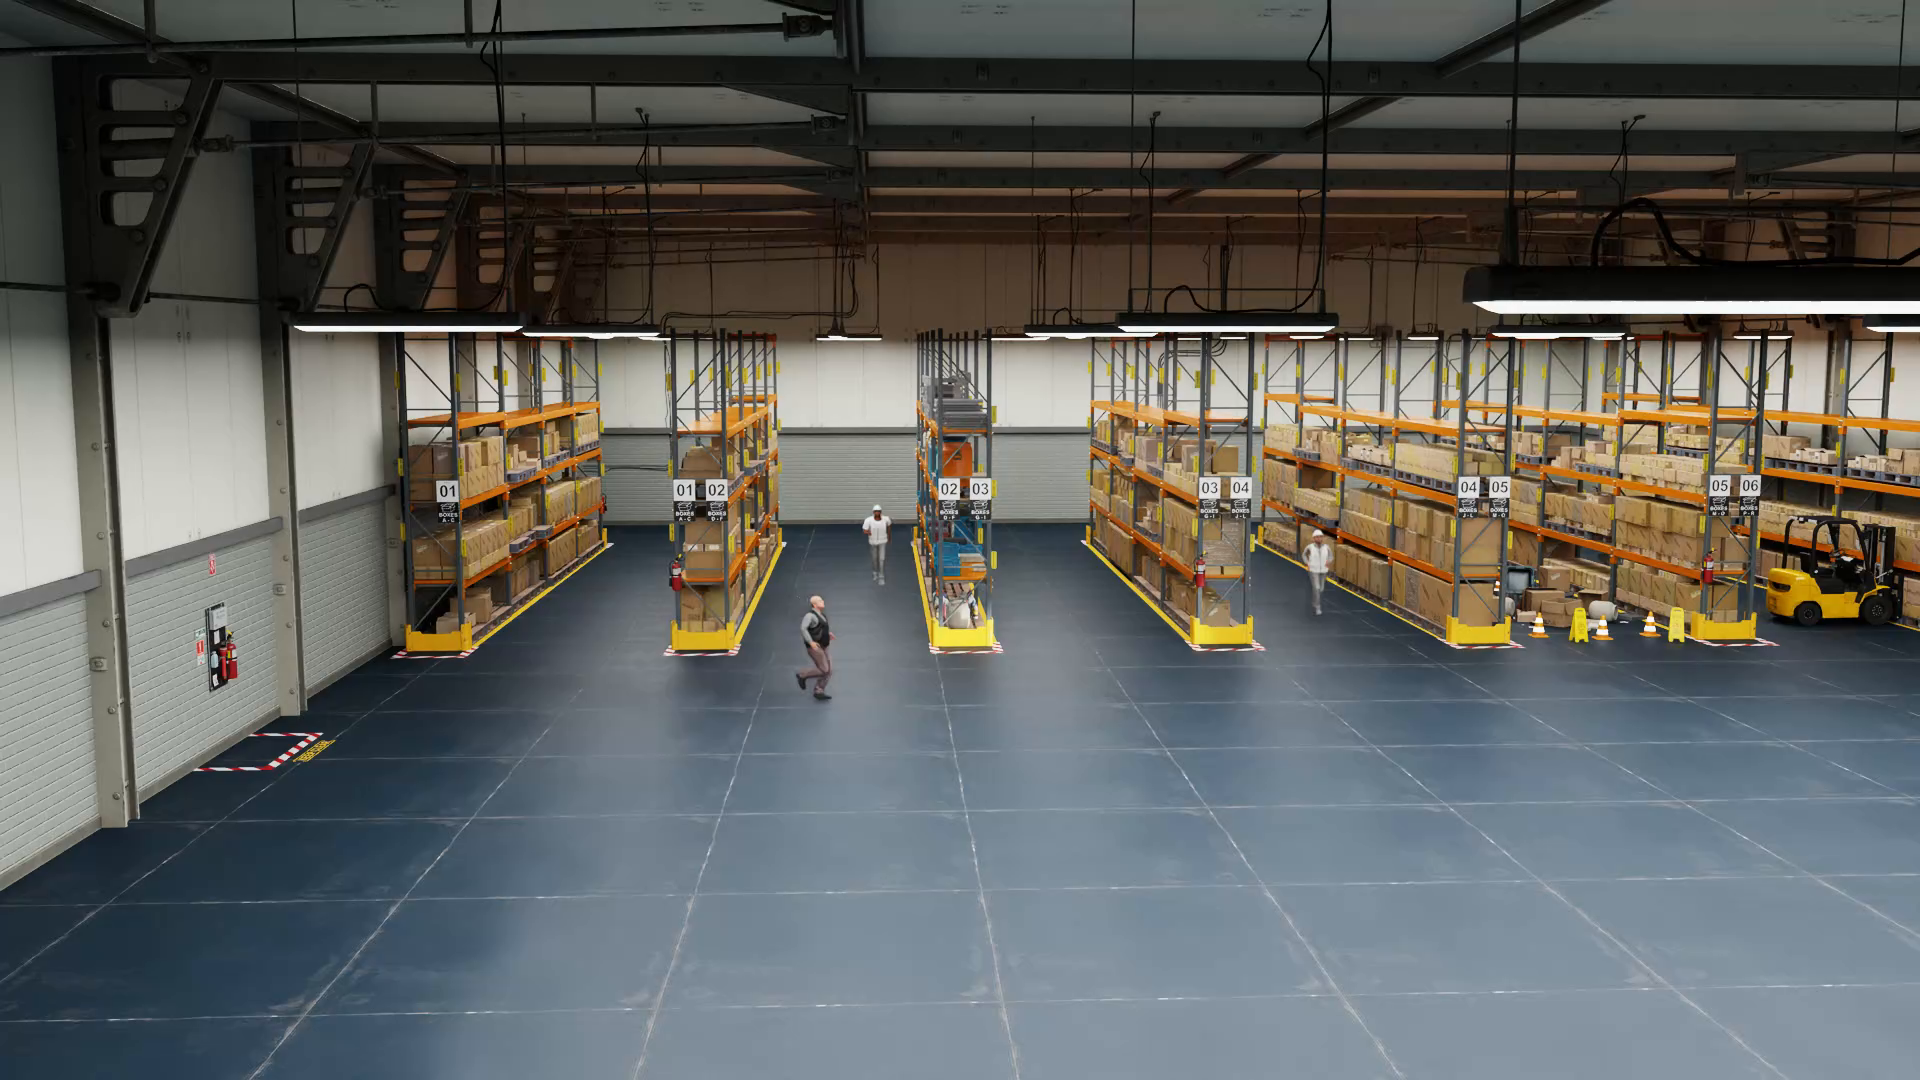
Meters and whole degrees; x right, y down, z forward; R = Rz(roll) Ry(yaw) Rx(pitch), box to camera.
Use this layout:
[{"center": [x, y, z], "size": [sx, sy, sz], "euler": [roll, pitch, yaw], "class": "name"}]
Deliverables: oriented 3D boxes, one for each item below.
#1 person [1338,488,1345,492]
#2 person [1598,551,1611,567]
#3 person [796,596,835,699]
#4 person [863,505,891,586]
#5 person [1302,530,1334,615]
[{"center": [10.650, -0.616, 46.573], "size": [0.711, 1.735, 0.636], "euler": [-1, 7, -5], "class": "person"}, {"center": [15.973, 0.075, 41.019], "size": [0.552, 1.620, 0.628], "euler": [0, 7, -2], "class": "person"}, {"center": [-2.335, 1.736, 26.910], "size": [0.581, 1.687, 0.696], "euler": [2, 7, 20], "class": "person"}, {"center": [-1.885, 0.094, 37.790], "size": [0.640, 1.812, 0.837], "euler": [0, 7, 0], "class": "person"}, {"center": [7.604, 0.661, 35.307], "size": [0.655, 1.771, 0.891], "euler": [0, 7, -3], "class": "person"}]
